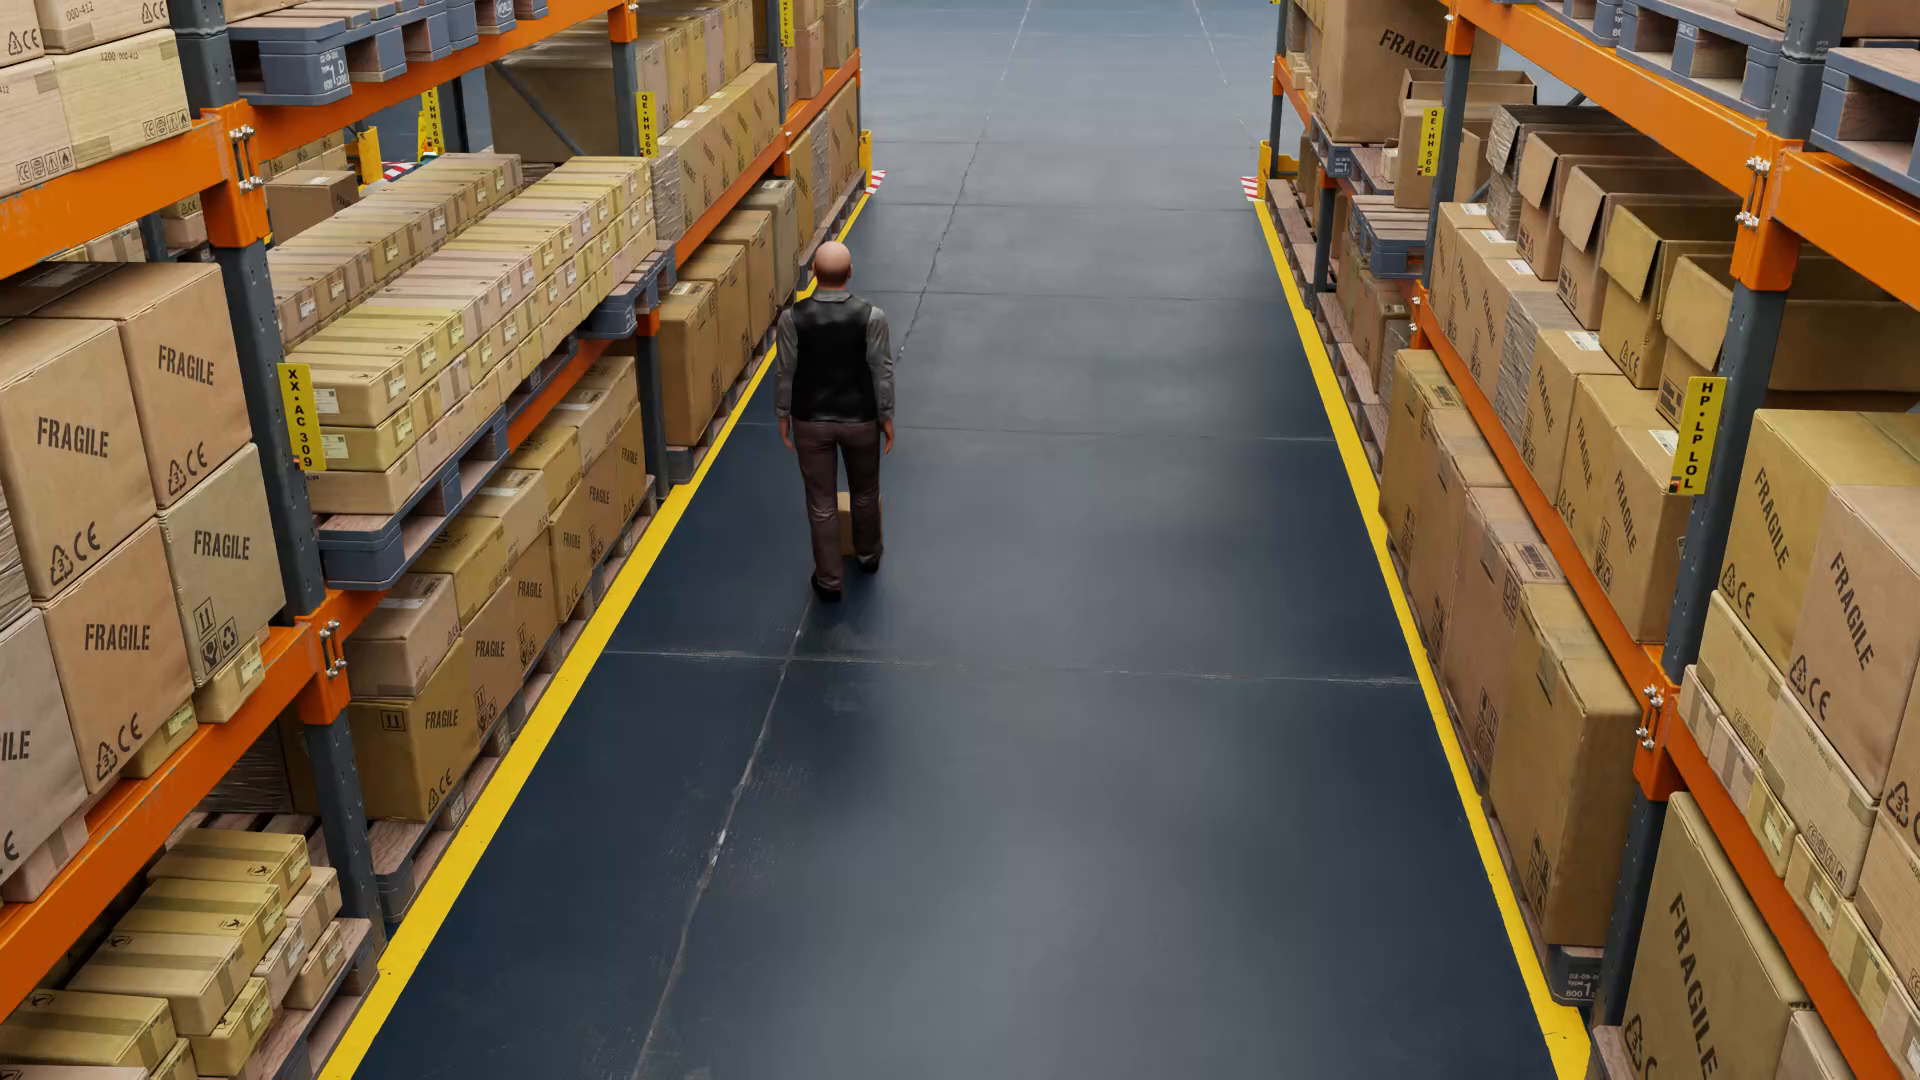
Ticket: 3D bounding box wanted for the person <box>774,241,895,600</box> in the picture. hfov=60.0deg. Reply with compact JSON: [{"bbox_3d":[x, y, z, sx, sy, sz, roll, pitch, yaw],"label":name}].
[{"bbox_3d":[-0.603,-0.602,7.944,0.563,1.718,0.626,-3,25,-7],"label":"person"}]
